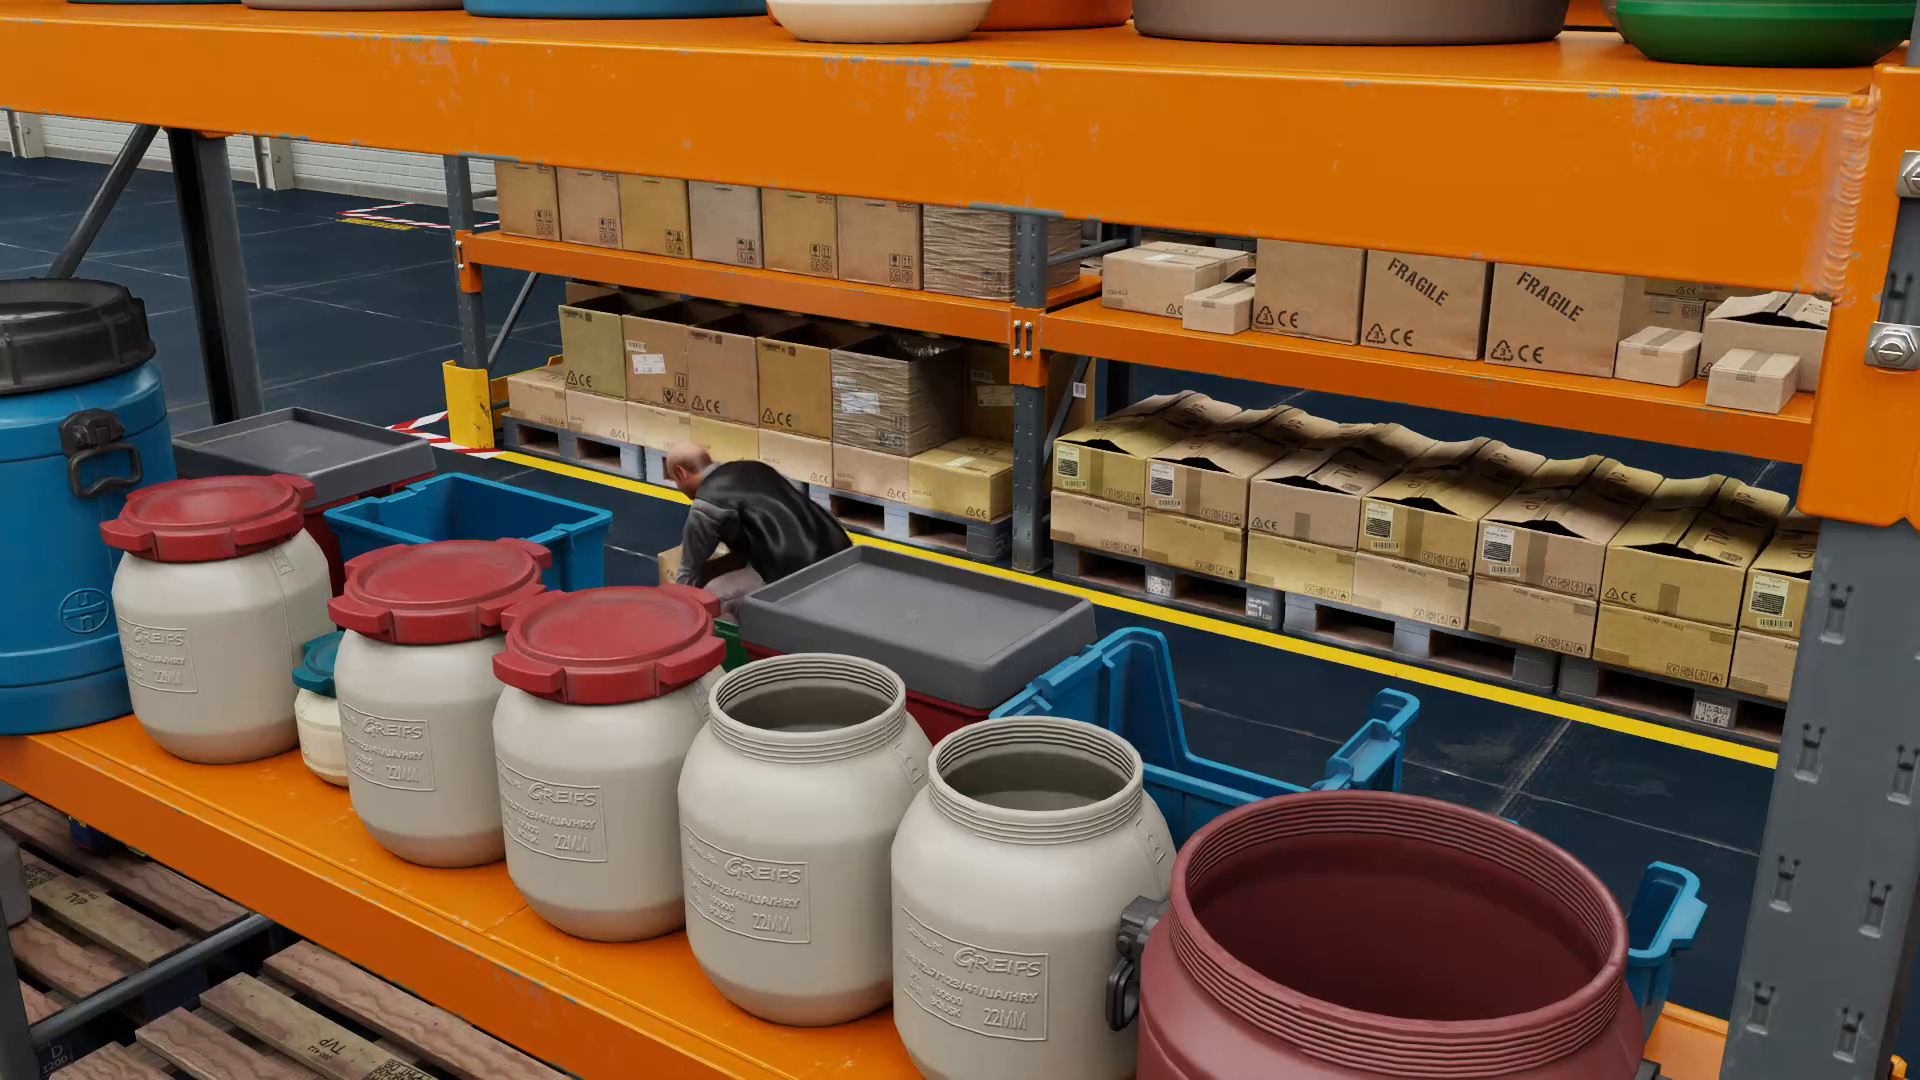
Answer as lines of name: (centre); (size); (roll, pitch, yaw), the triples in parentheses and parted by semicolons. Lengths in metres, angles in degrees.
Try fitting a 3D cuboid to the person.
person: (-0.862, 0.089, 6.991); (0.869, 0.973, 0.513); (12, 23, 31)
